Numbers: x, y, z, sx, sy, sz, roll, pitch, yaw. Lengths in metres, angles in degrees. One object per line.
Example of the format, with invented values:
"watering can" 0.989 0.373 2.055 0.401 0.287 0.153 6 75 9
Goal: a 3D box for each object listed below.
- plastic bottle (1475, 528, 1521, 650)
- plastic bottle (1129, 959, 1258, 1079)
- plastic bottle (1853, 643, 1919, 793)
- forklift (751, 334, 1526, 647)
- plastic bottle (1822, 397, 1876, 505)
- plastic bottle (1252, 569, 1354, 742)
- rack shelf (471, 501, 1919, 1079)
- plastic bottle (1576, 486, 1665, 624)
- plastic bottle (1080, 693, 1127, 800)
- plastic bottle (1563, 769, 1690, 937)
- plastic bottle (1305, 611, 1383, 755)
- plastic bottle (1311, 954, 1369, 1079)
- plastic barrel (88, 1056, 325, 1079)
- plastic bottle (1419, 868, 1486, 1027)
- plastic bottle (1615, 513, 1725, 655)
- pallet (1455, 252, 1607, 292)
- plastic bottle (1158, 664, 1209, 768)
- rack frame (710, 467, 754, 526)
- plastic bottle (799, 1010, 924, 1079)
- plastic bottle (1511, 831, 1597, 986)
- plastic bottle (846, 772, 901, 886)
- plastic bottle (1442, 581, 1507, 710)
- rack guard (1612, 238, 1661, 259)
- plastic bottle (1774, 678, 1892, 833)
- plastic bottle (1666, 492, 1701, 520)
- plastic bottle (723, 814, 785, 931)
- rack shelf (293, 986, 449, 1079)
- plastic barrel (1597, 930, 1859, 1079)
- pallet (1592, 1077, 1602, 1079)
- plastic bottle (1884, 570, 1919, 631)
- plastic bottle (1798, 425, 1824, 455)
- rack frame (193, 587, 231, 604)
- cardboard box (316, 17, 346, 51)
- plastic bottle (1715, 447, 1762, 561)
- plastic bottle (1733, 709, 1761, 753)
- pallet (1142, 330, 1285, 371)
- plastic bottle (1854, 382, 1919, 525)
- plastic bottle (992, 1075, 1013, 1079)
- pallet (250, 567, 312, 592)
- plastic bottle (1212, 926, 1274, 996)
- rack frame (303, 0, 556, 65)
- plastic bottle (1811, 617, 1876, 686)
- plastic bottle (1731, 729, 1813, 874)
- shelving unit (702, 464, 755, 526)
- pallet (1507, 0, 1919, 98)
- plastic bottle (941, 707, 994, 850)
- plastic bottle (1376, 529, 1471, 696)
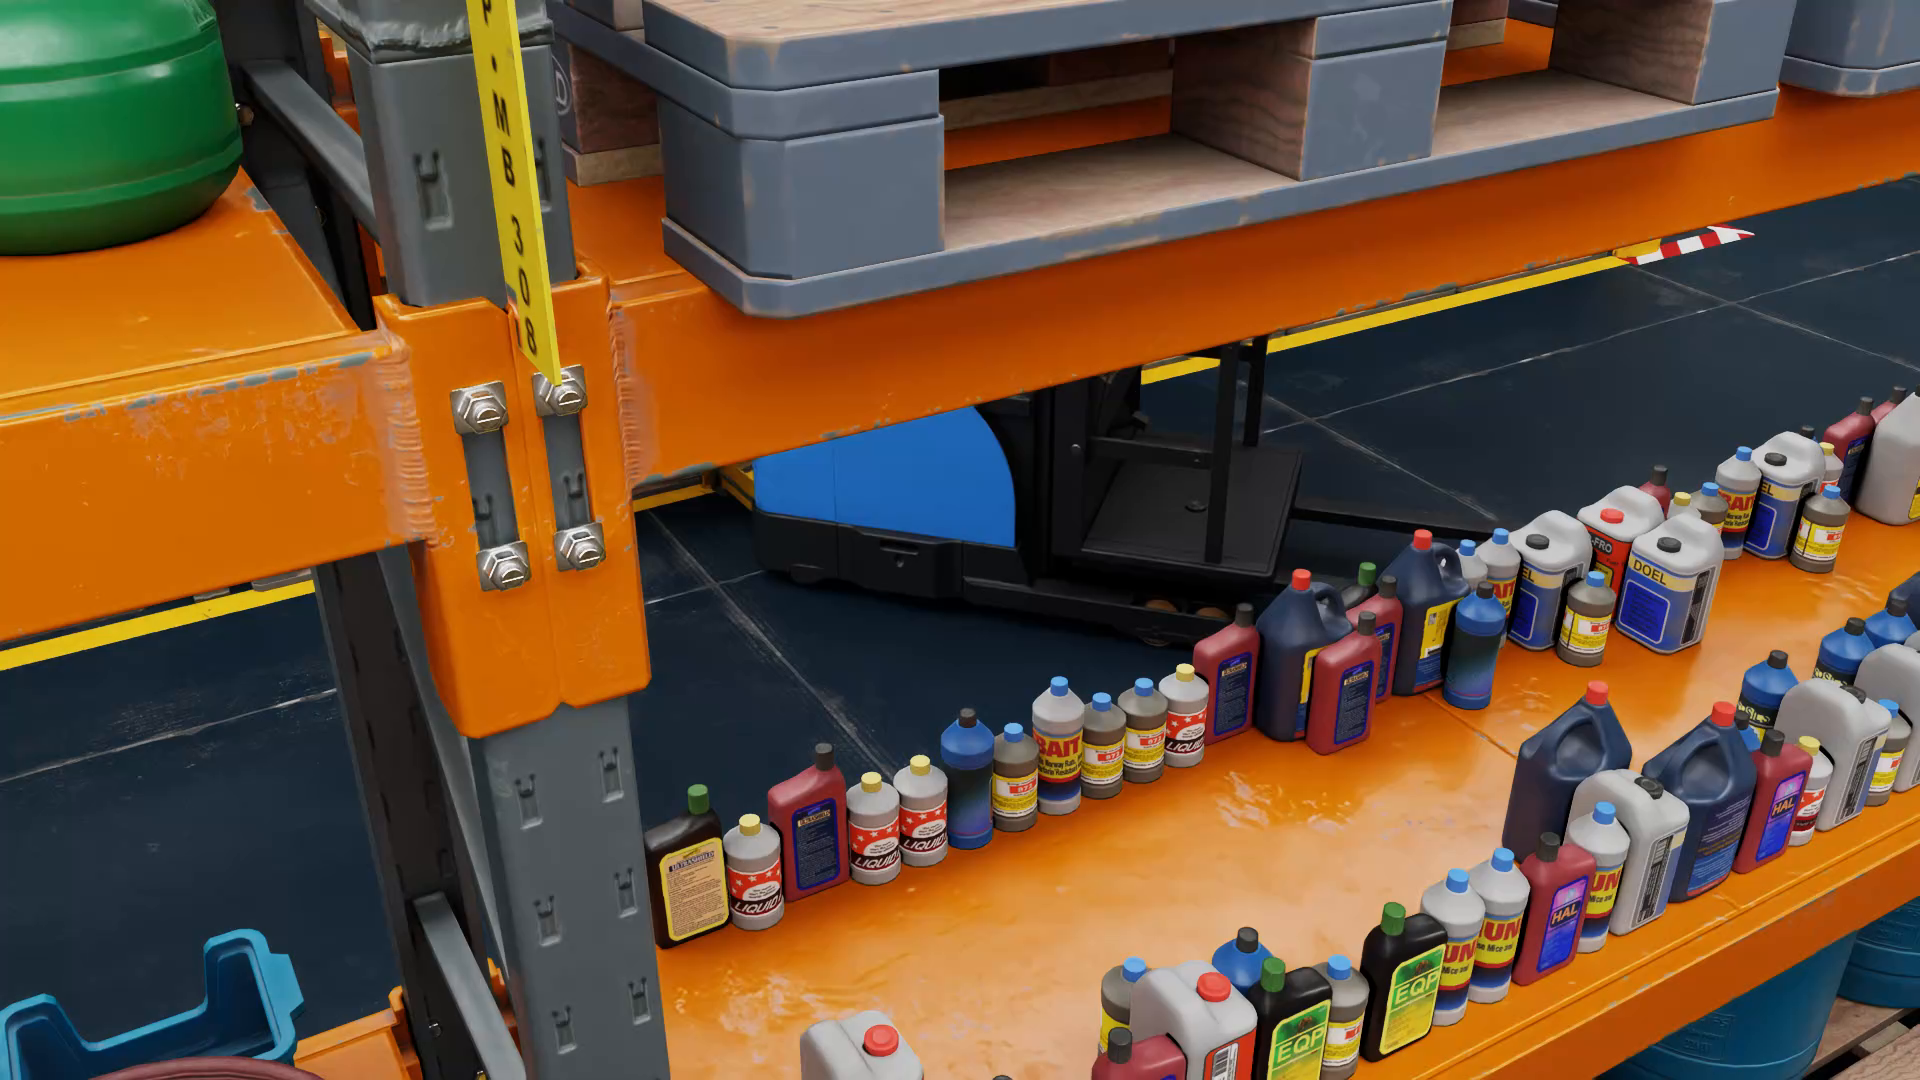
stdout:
"plastic bottle" 1.150 0.101 3.596 0.097 0.271 0.097 0 29 0
"plastic bottle" 0.341 0.739 2.435 0.135 0.276 0.152 -16 33 -26
"plastic bottle" 1.812 0.321 3.192 0.135 0.276 0.152 -16 33 -26
"forklift" 0.777 -1.158 5.814 3.031 2.935 1.130 8 30 14
"plastic bottle" 2.207 -0.215 4.155 0.133 0.283 0.061 -16 33 -26
"plastic bottle" 0.682 0.212 3.312 0.185 0.351 0.144 -16 33 -26
"rack shelf" 1.130 0.594 3.313 4.000 0.370 1.077 -16 33 -26
"plastic bottle" 1.464 0.025 3.728 0.135 0.276 0.152 -16 33 -26
"plastic bottle" 0.265 0.383 3.157 0.097 0.201 0.097 0 29 0
"plastic bottle" 1.138 0.512 2.845 0.135 0.276 0.152 -16 33 -26
"plastic bottle" 0.756 0.278 3.262 0.133 0.283 0.061 -16 33 -26
"plastic bottle" 0.570 0.722 2.543 0.097 0.201 0.097 0 29 0
"plastic barrel" -0.841 0.949 1.785 0.708 0.536 0.600 -16 33 -26
"plastic bottle" 0.769 0.635 2.629 0.097 0.271 0.097 0 29 0
"plastic bottle" 1.541 0.089 3.613 0.135 0.276 0.152 -16 33 -26
"pallet" 3.044 -1.819 9.827 1.213 0.211 1.003 -16 33 -26
"plastic bottle" 0.433 0.335 3.244 0.097 0.201 0.097 0 29 0
"rack frame" -0.923 -0.781 6.613 0.032 1.500 0.500 -17 33 -28
"plastic bottle" -0.135 0.789 2.345 0.135 0.276 0.152 -16 33 -26
"plastic bottle" 0.962 0.585 2.707 0.133 0.283 0.061 -16 33 -26
"plastic bottle" -0.154 0.502 2.942 0.097 0.201 0.097 0 29 0
"plastic bottle" 1.055 0.209 3.400 0.097 0.271 0.097 0 29 0
"rack guard" 3.731 -2.141 10.112 0.348 0.500 1.175 -16 33 -26
"plastic bottle" 1.612 0.378 3.089 0.135 0.276 0.152 -16 33 -26
"plastic bottle" 1.665 -0.015 3.877 0.097 0.201 0.097 0 29 0
"plastic bottle" -0.353 0.558 2.839 0.097 0.201 0.097 0 29 0
"rack shelf" -2.319 1.573 1.539 4.000 0.370 1.077 -16 33 -26
"plastic barrel" 1.766 0.824 3.890 0.708 0.901 0.600 -16 33 -26
"pallet" 1.115 1.483 3.845 1.213 0.211 1.003 -16 33 -26
"plastic bottle" 1.995 0.158 3.411 0.185 0.351 0.144 -16 33 -26
"plastic bottle" 2.033 -0.150 4.050 0.097 0.271 0.097 0 29 0
"rack frame" -3.101 -1.296 5.993 0.127 3.000 1.000 -16 33 -26
"cardboard box" -2.615 -1.724 6.232 0.700 0.500 0.500 22 36 34
"plastic bottle" 1.833 -0.093 3.947 0.097 0.271 0.097 0 29 0
"plastic bottle" 1.380 0.427 3.005 0.097 0.271 0.097 0 29 0
"pallet" 0.940 -1.221 8.745 1.213 0.211 1.003 -16 33 -26
"plastic bottle" 2.352 -0.228 4.109 0.185 0.351 0.144 -16 33 -26
"plastic bottle" 0.056 0.837 2.262 0.097 0.271 0.097 0 29 0
"pallet" -2.438 -0.242 6.969 1.213 0.211 1.003 -16 33 -26
"plastic bottle" 0.424 0.698 2.513 0.097 0.271 0.097 0 29 0
"rack frame" -0.595 -1.858 0.803 0.127 3.000 1.000 -16 33 -26
"plastic bottle" 1.733 0.276 3.279 0.097 0.271 0.097 0 29 0
"plastic bottle" 1.436 0.450 2.951 0.133 0.283 0.061 -16 33 -26
"shelving unit" -1.345 -0.652 6.379 1.083 1.500 0.587 -17 33 -28
"pallet" 1.251 -0.929 2.421 1.213 0.211 1.003 -16 33 -26
"plastic bottle" 0.014 0.424 3.011 0.097 0.271 0.097 0 29 0
"plastic bottle" 0.956 0.134 3.453 0.185 0.351 0.144 -16 33 -26
